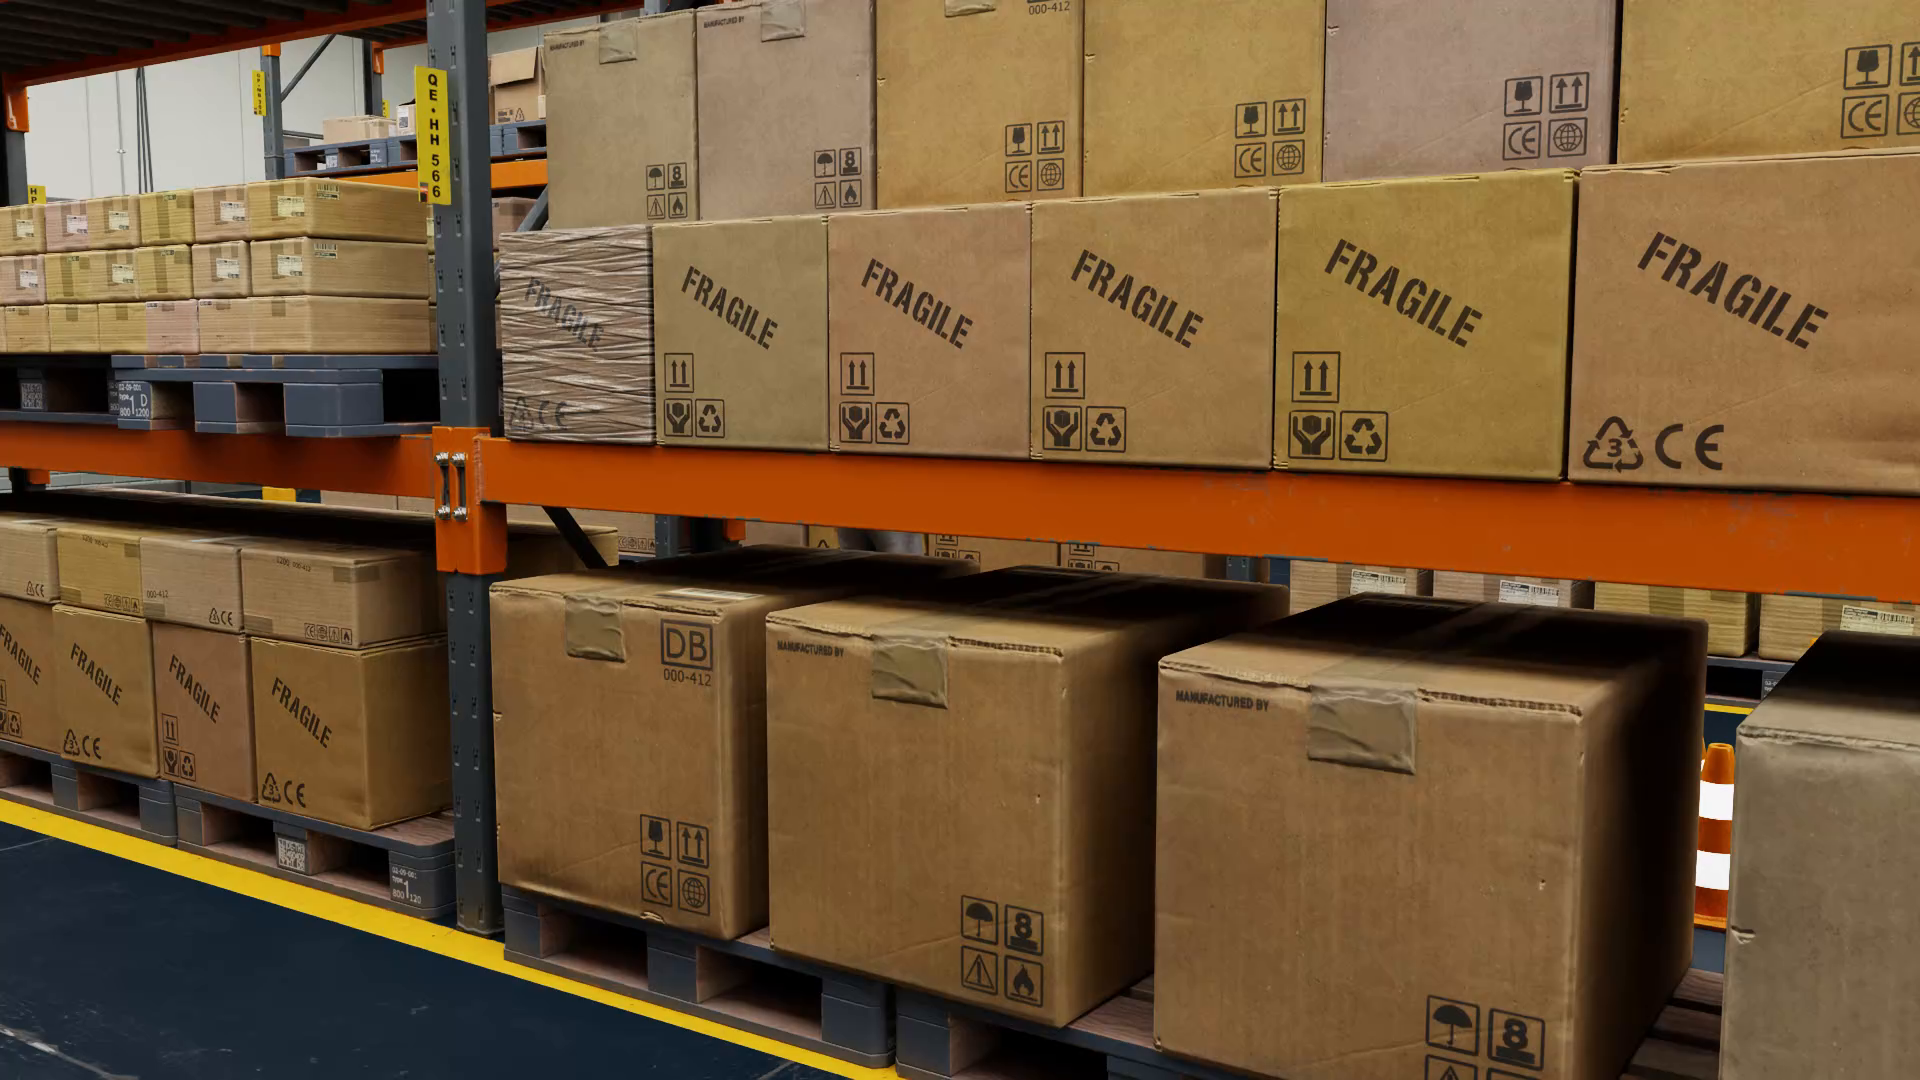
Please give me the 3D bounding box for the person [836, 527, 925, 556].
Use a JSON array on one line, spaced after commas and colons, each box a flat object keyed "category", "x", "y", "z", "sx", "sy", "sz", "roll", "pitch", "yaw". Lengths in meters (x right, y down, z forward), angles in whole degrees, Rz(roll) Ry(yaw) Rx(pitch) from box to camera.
[{"category": "person", "x": -0.369, "y": -0.150, "z": 7.201, "sx": 0.584, "sy": 1.732, "sz": 0.422, "roll": 4, "pitch": 8, "yaw": 35}]
